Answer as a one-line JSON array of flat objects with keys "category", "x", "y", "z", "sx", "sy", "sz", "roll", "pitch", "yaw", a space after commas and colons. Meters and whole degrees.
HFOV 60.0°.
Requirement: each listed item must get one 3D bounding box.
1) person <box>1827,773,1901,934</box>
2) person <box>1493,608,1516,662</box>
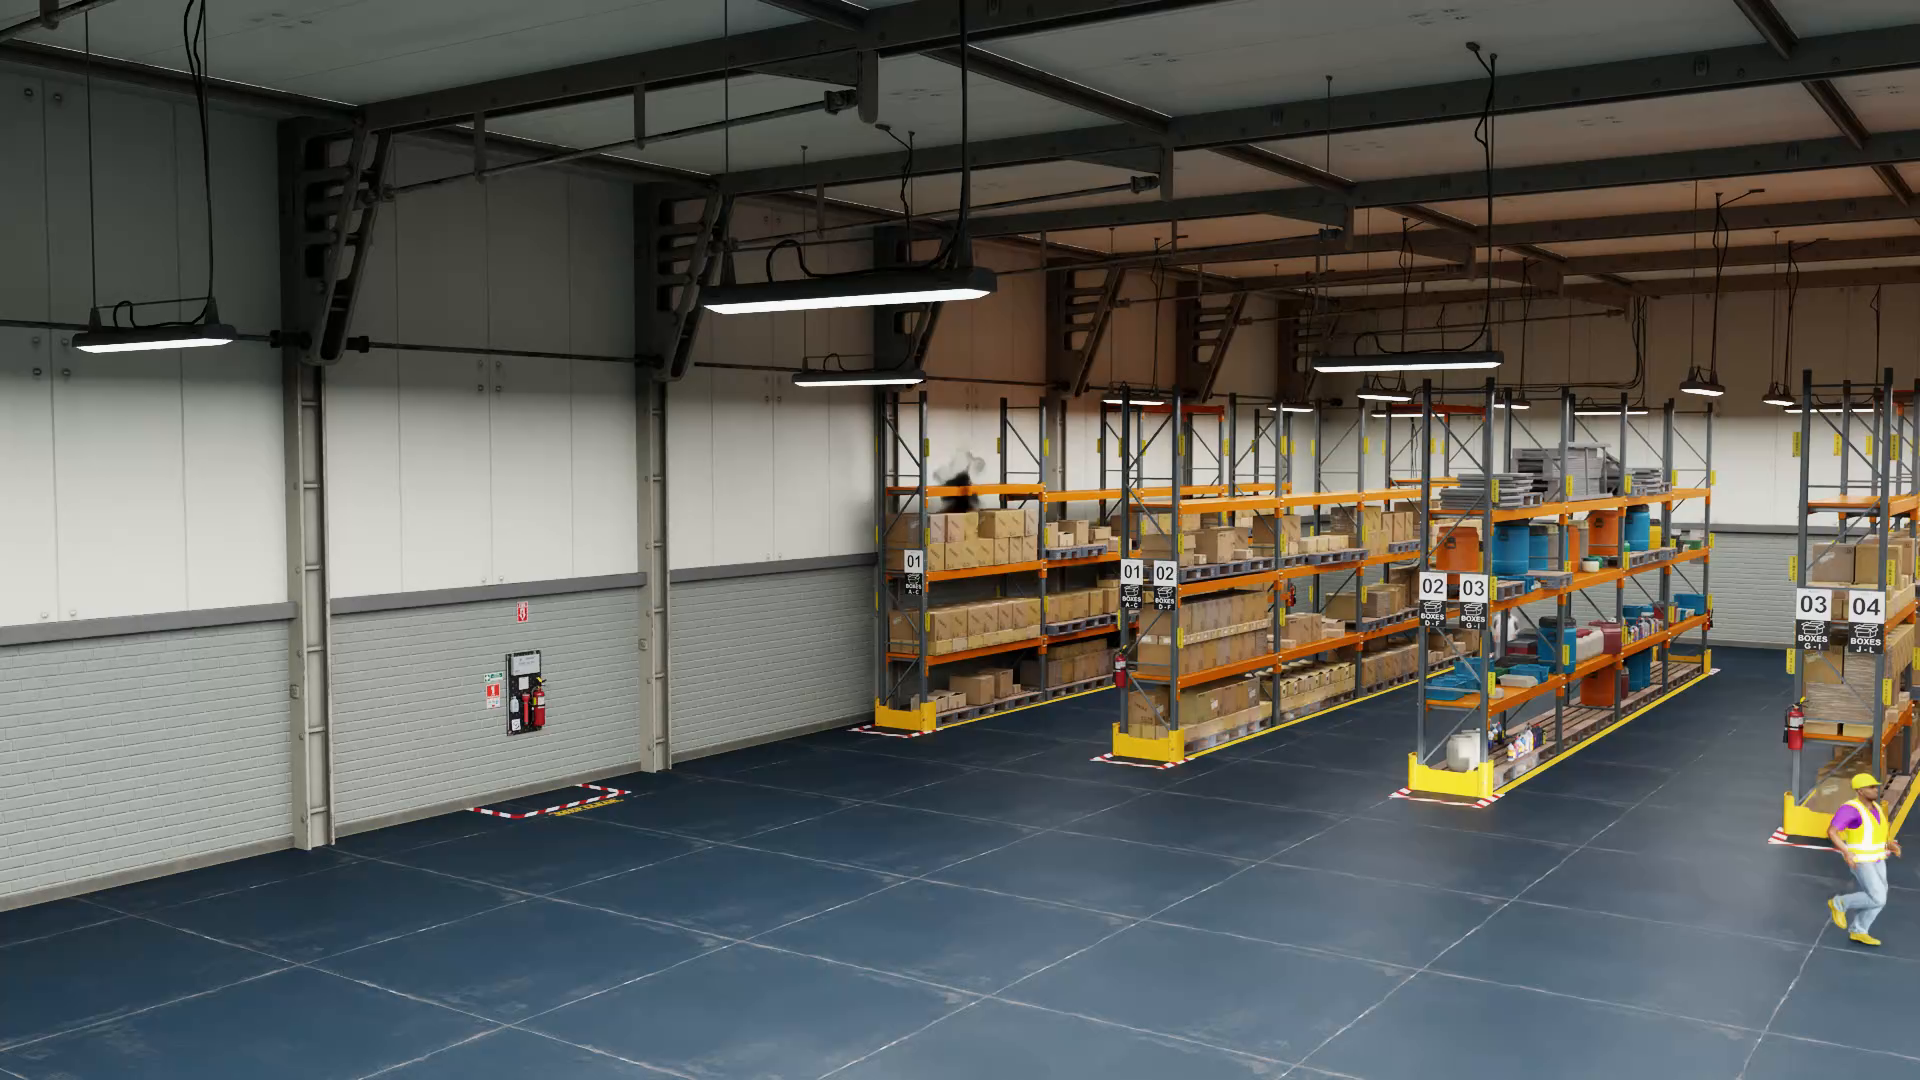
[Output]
[{"category": "person", "x": 9.145, "y": 3.182, "z": 16.763, "sx": 0.703, "sy": 1.655, "sz": 0.532, "roll": -2, "pitch": 4, "yaw": -30}, {"category": "person", "x": 11.557, "y": 2.198, "z": 35.309, "sx": 0.510, "sy": 1.675, "sz": 0.567, "roll": 1, "pitch": 3, "yaw": 22}]
